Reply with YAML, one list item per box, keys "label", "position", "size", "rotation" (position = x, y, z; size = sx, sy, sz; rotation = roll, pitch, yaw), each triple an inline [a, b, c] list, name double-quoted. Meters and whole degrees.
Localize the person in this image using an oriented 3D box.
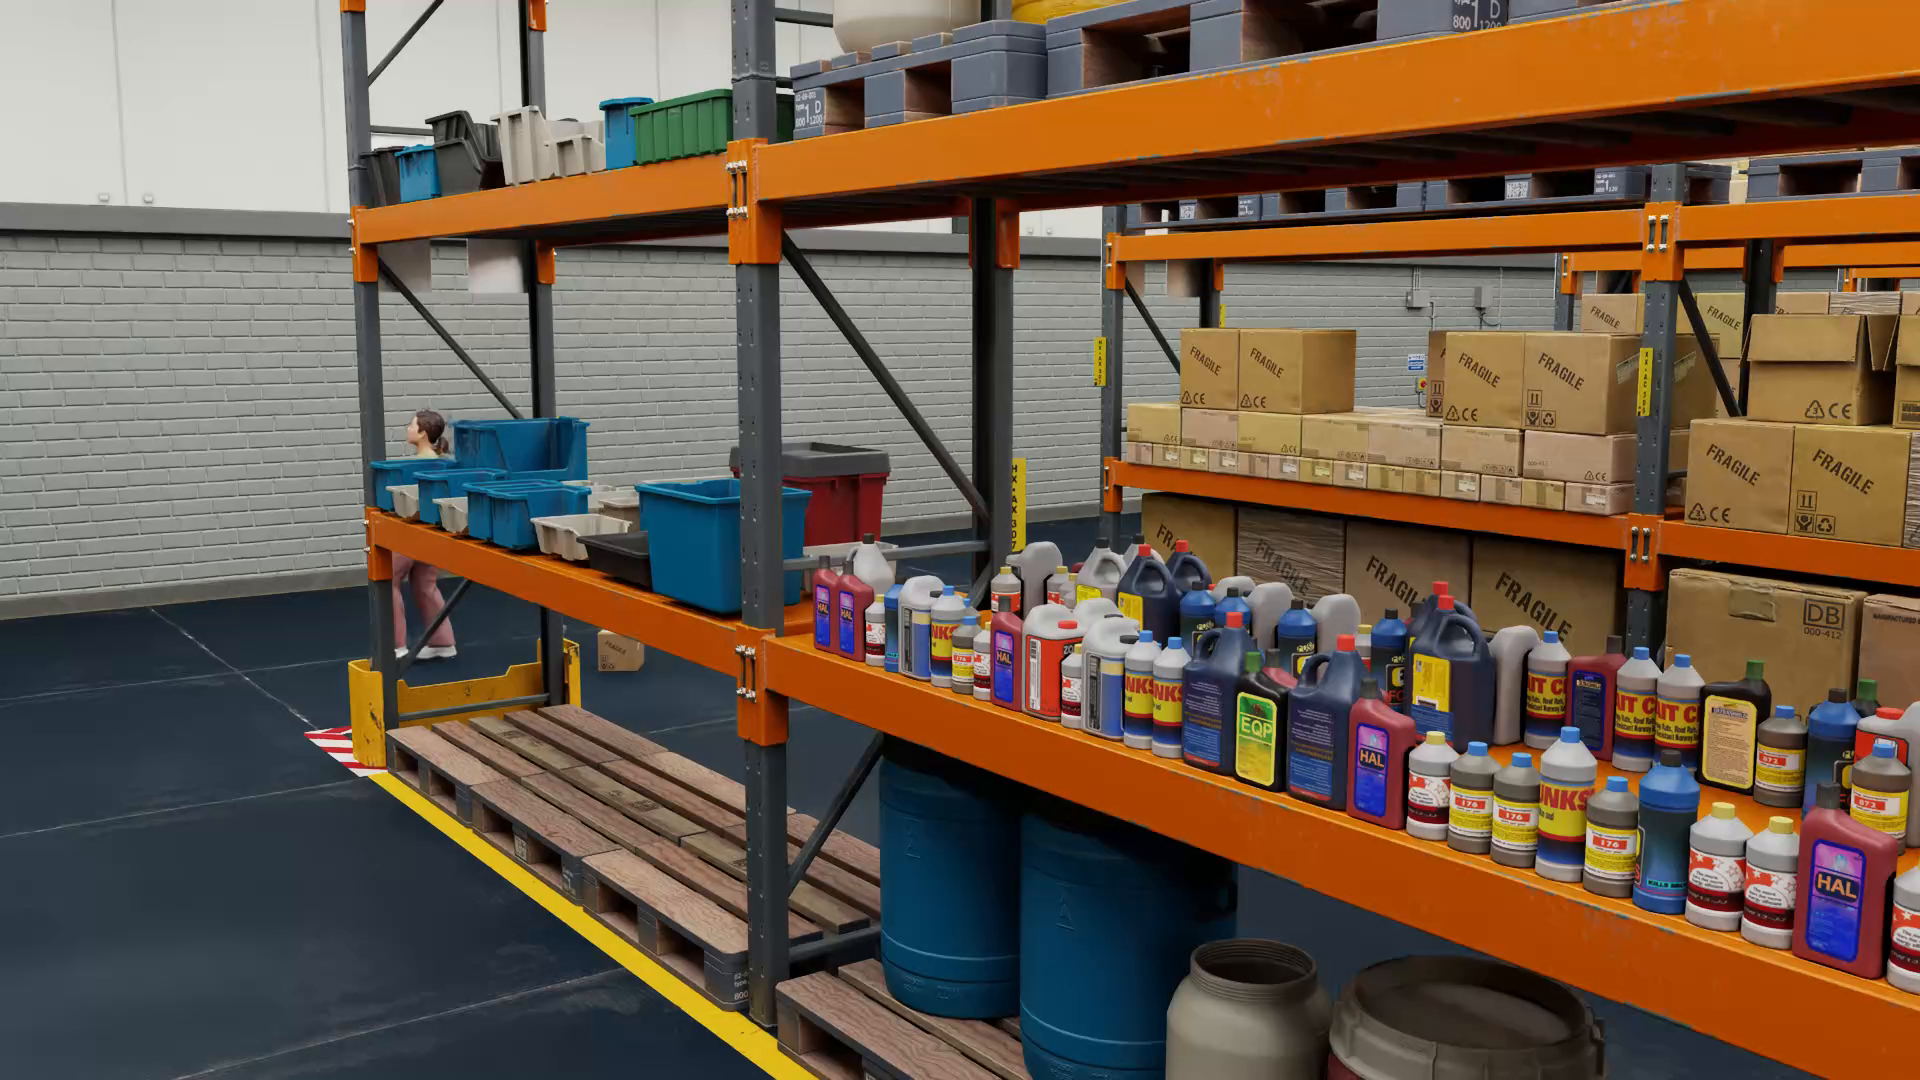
- label: "person"
  position: [-3.610, -0.001, 10.933]
  size: [0.643, 1.671, 0.590]
  rotation: [0, 8, 0]
